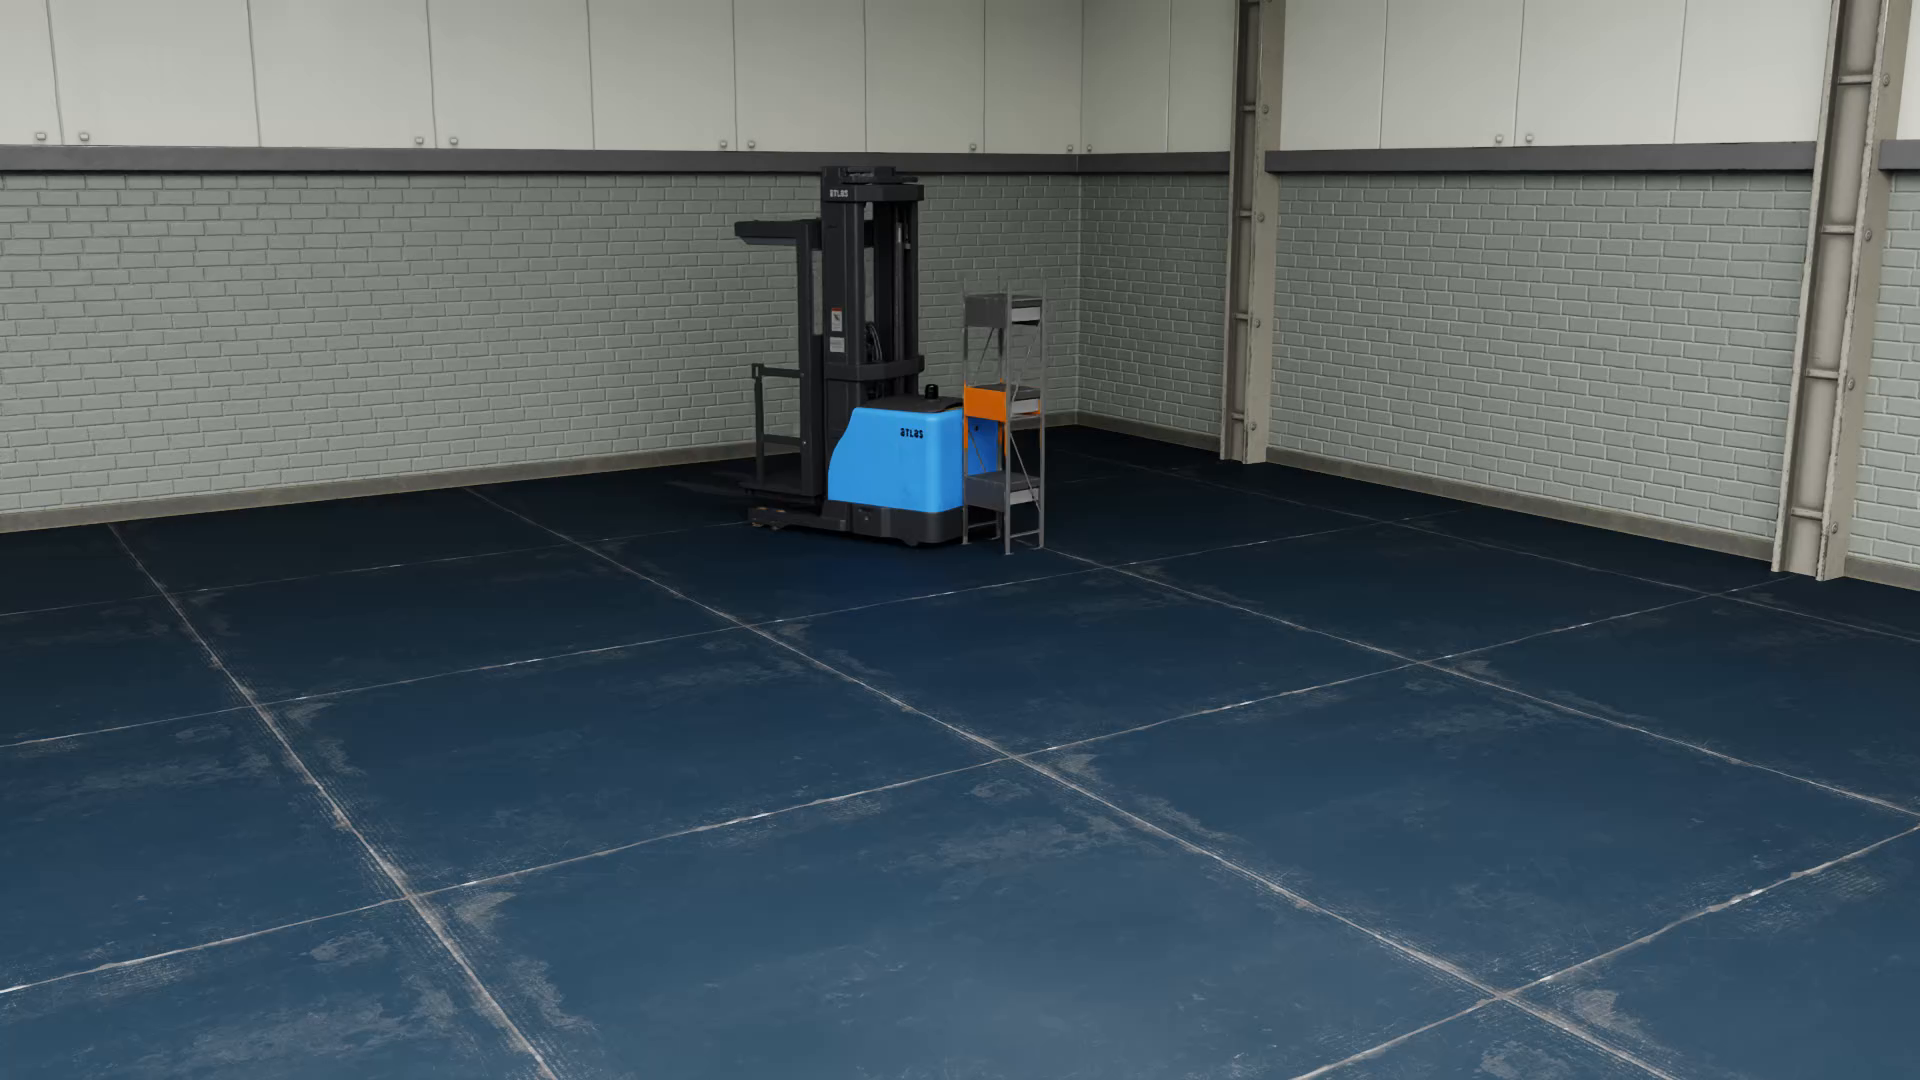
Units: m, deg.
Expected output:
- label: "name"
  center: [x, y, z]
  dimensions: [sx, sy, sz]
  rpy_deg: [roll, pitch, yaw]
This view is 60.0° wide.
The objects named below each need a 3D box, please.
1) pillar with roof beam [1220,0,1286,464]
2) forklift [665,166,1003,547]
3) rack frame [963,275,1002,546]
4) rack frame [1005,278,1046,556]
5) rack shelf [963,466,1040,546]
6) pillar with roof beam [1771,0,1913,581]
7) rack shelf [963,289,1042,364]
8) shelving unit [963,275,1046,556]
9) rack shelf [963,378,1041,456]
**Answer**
- label: "pillar with roof beam"
  center: [-0.663, -4.710, 13.838]
  dimensions: [9.100, 9.000, 0.400]
  rpy_deg: [-8, 15, -33]
- label: "forklift"
  center: [-1.156, -1.600, 13.816]
  dimensions: [3.031, 2.935, 1.130]
  rpy_deg: [8, 15, 33]
- label: "rack frame"
  center: [0.177, -1.011, 13.068]
  dimensions: [0.400, 2.100, 0.015]
  rpy_deg: [-11, 16, -41]
- label: "rack frame"
  center: [0.503, -0.933, 12.713]
  dimensions: [0.400, 2.100, 0.015]
  rpy_deg: [-11, 16, -41]
- label: "rack shelf"
  center: [0.340, -0.275, 13.043]
  dimensions: [0.431, 0.518, 0.480]
  rpy_deg: [-11, 16, -41]
- label: "pillar with roof beam"
  center: [2.662, -3.643, 8.958]
  dimensions: [9.100, 9.000, 0.400]
  rpy_deg: [-8, 15, -33]
- label: "rack shelf"
  center: [0.340, -1.642, 12.744]
  dimensions: [0.431, 0.518, 0.480]
  rpy_deg: [-11, 16, -41]
- label: "shelving unit"
  center: [0.340, -0.972, 12.891]
  dimensions: [0.431, 2.100, 0.503]
  rpy_deg: [-11, 16, -41]
- label: "rack shelf"
  center: [0.340, -0.958, 12.893]
  dimensions: [0.431, 0.518, 0.480]
  rpy_deg: [-11, 16, -41]
